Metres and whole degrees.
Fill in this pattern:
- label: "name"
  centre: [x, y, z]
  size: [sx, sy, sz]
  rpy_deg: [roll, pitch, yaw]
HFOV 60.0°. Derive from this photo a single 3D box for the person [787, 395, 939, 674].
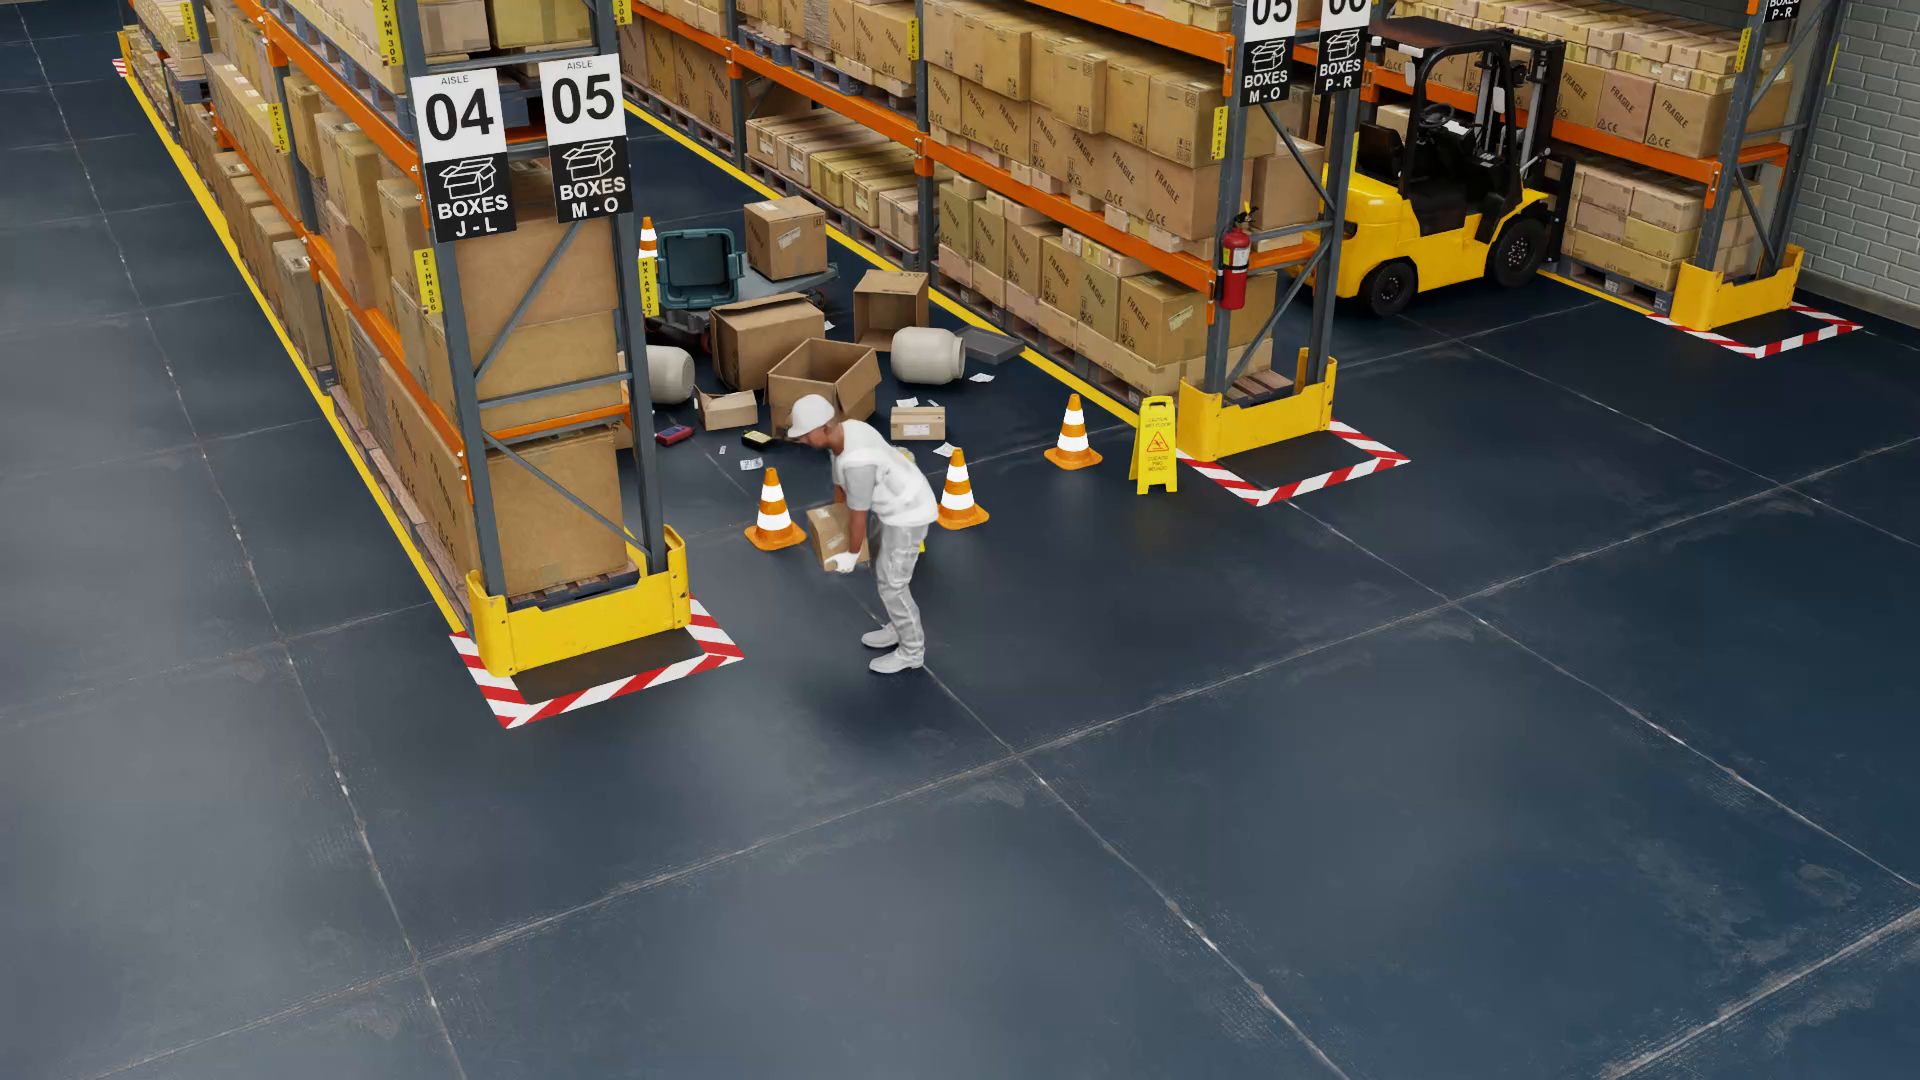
- label: "person"
  centre: [-0.505, -0.054, 8.824]
  size: [0.771, 1.608, 0.475]
  rpy_deg: [-6, 29, -12]
